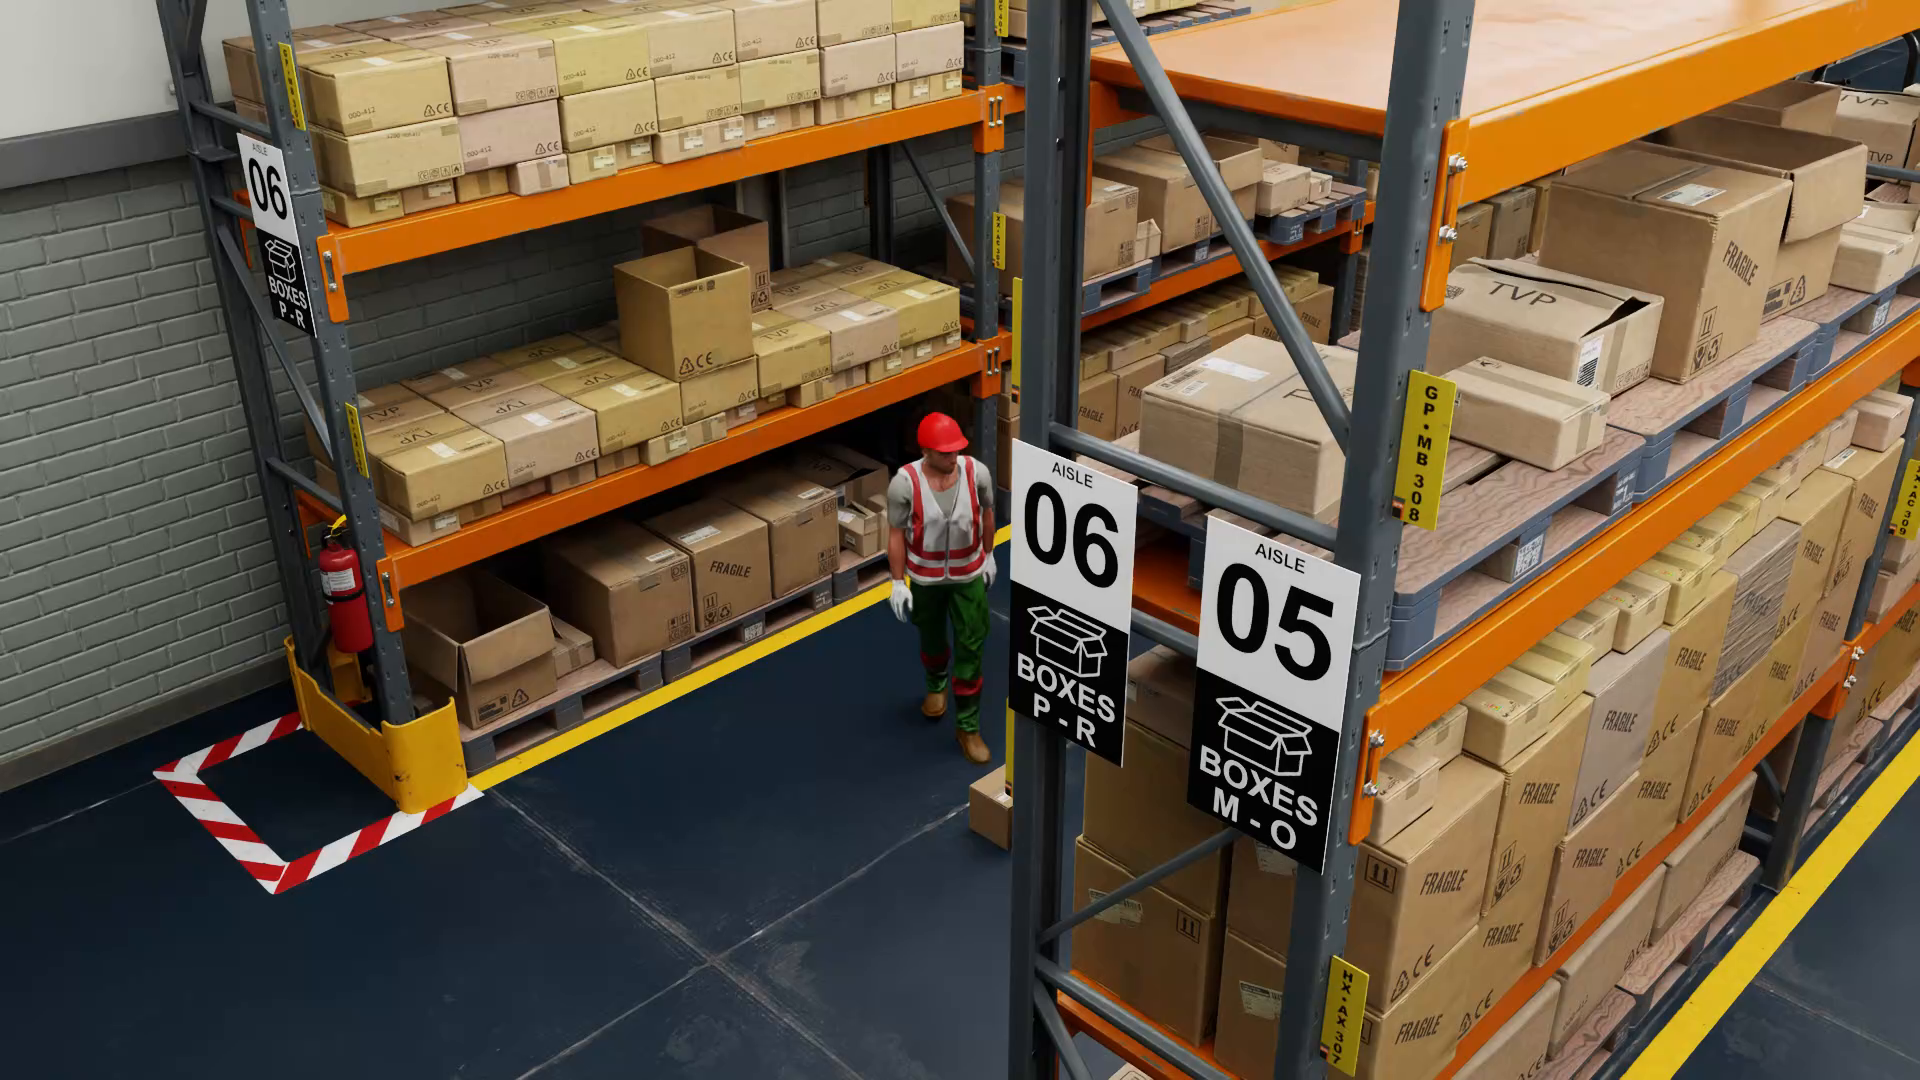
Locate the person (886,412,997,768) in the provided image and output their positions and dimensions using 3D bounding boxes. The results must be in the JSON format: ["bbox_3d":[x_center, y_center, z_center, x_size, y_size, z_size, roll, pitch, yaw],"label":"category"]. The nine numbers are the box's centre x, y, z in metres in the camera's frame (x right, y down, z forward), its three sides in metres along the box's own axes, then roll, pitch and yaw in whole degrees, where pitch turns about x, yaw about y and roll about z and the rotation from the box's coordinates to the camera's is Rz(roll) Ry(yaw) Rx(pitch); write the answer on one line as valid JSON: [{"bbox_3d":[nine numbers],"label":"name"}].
[{"bbox_3d":[-0.078,0.196,8.211,0.557,1.800,0.689,-2,28,-5],"label":"person"}]
